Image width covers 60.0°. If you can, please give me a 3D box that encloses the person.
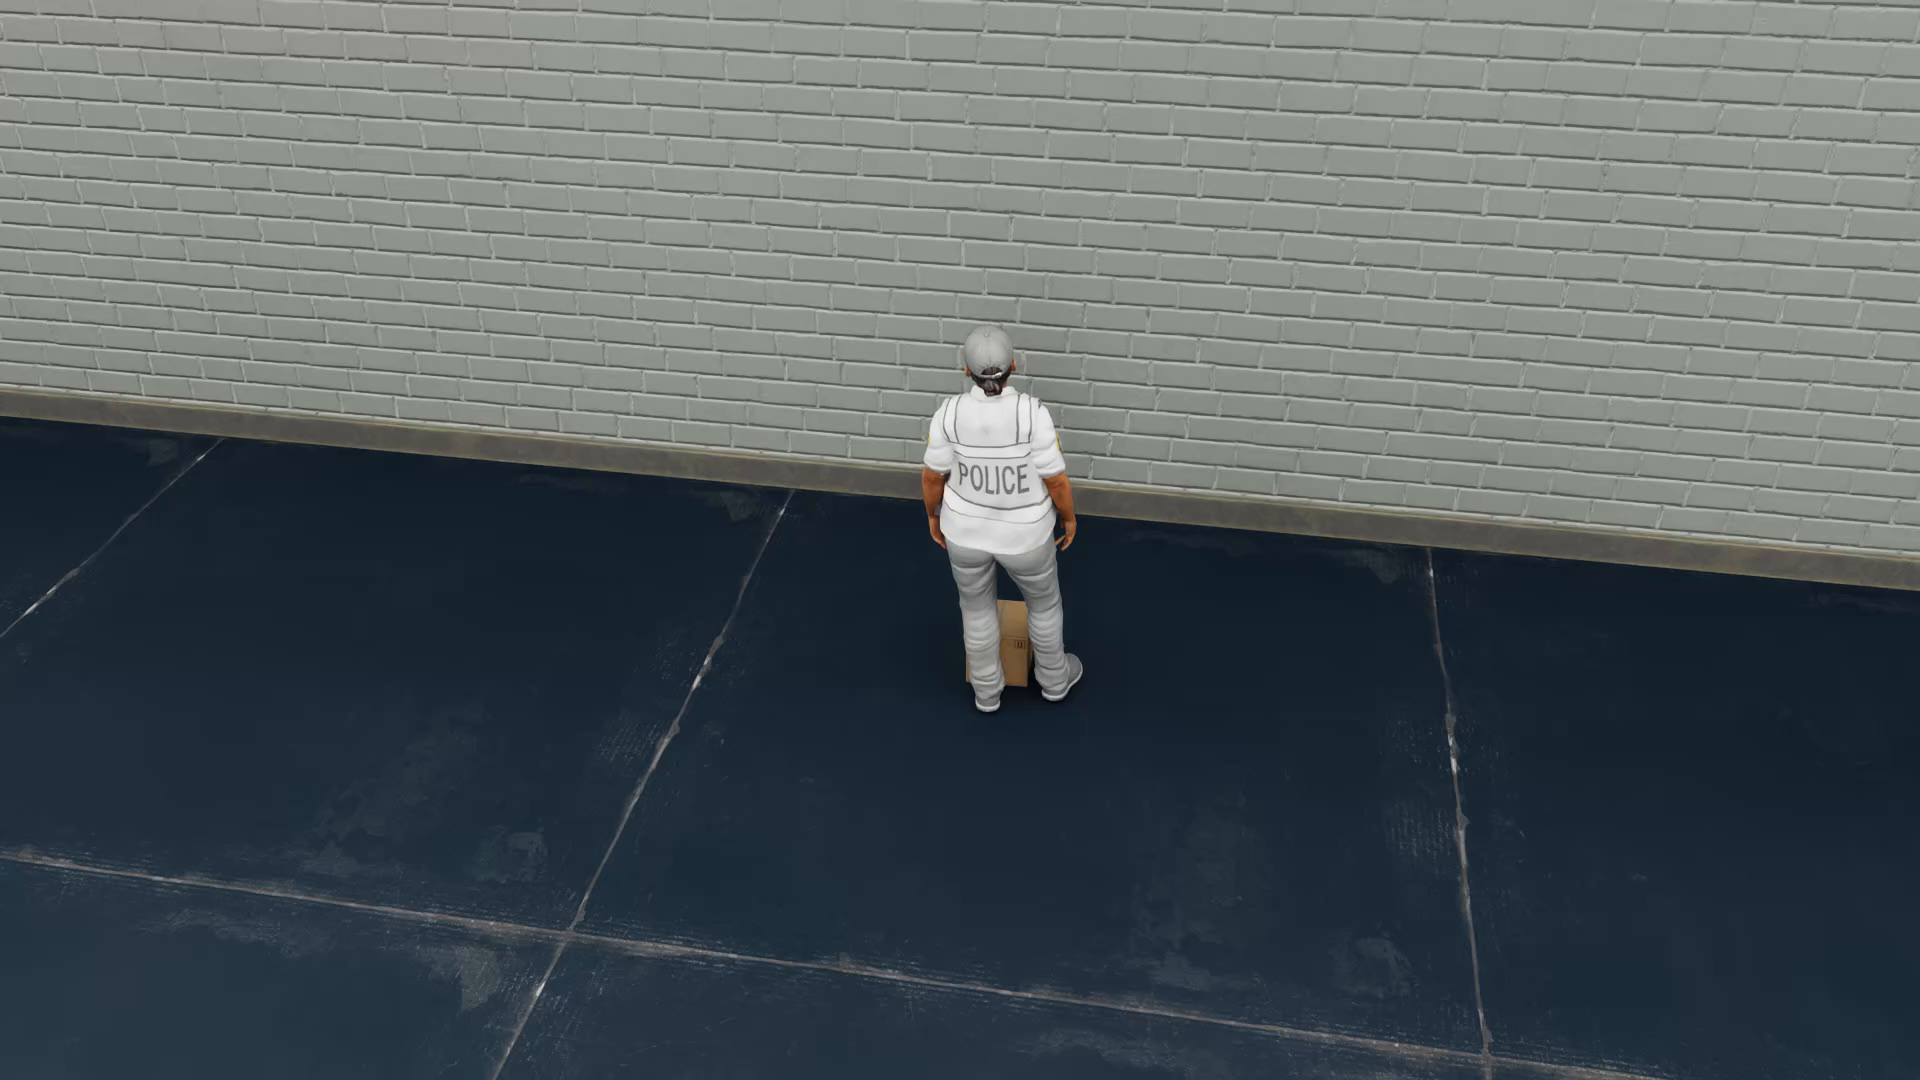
[{"bbox_3d":[0.175,-0.083,6.244,0.598,1.670,0.529,5,33,8],"label":"person"}]
